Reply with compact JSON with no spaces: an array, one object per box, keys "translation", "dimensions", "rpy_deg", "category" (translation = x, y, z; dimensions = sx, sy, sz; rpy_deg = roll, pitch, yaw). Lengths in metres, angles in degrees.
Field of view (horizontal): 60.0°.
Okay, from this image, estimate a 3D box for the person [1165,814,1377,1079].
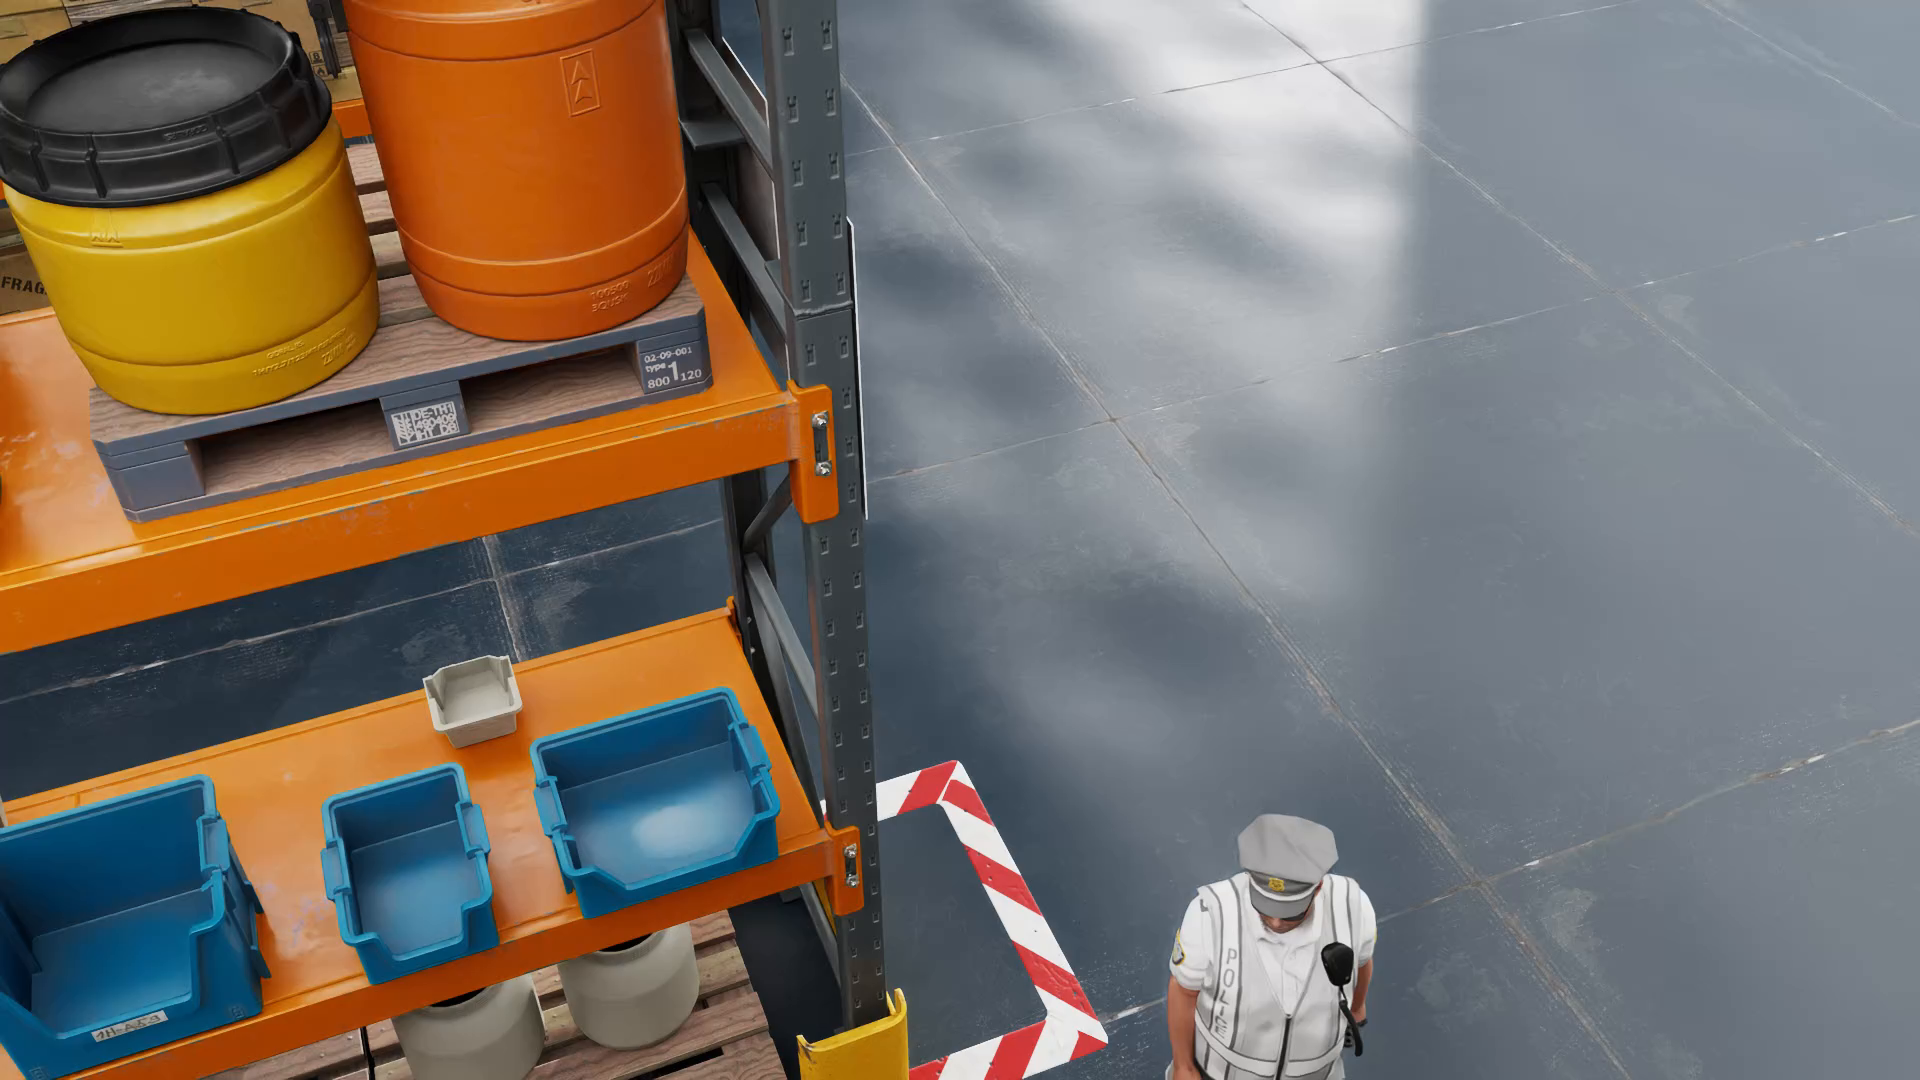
[{"translation":[0.860,1.414,4.567],"dimensions":[0.601,1.699,0.903],"rpy_deg":[0,41,0],"category":"person"}]
